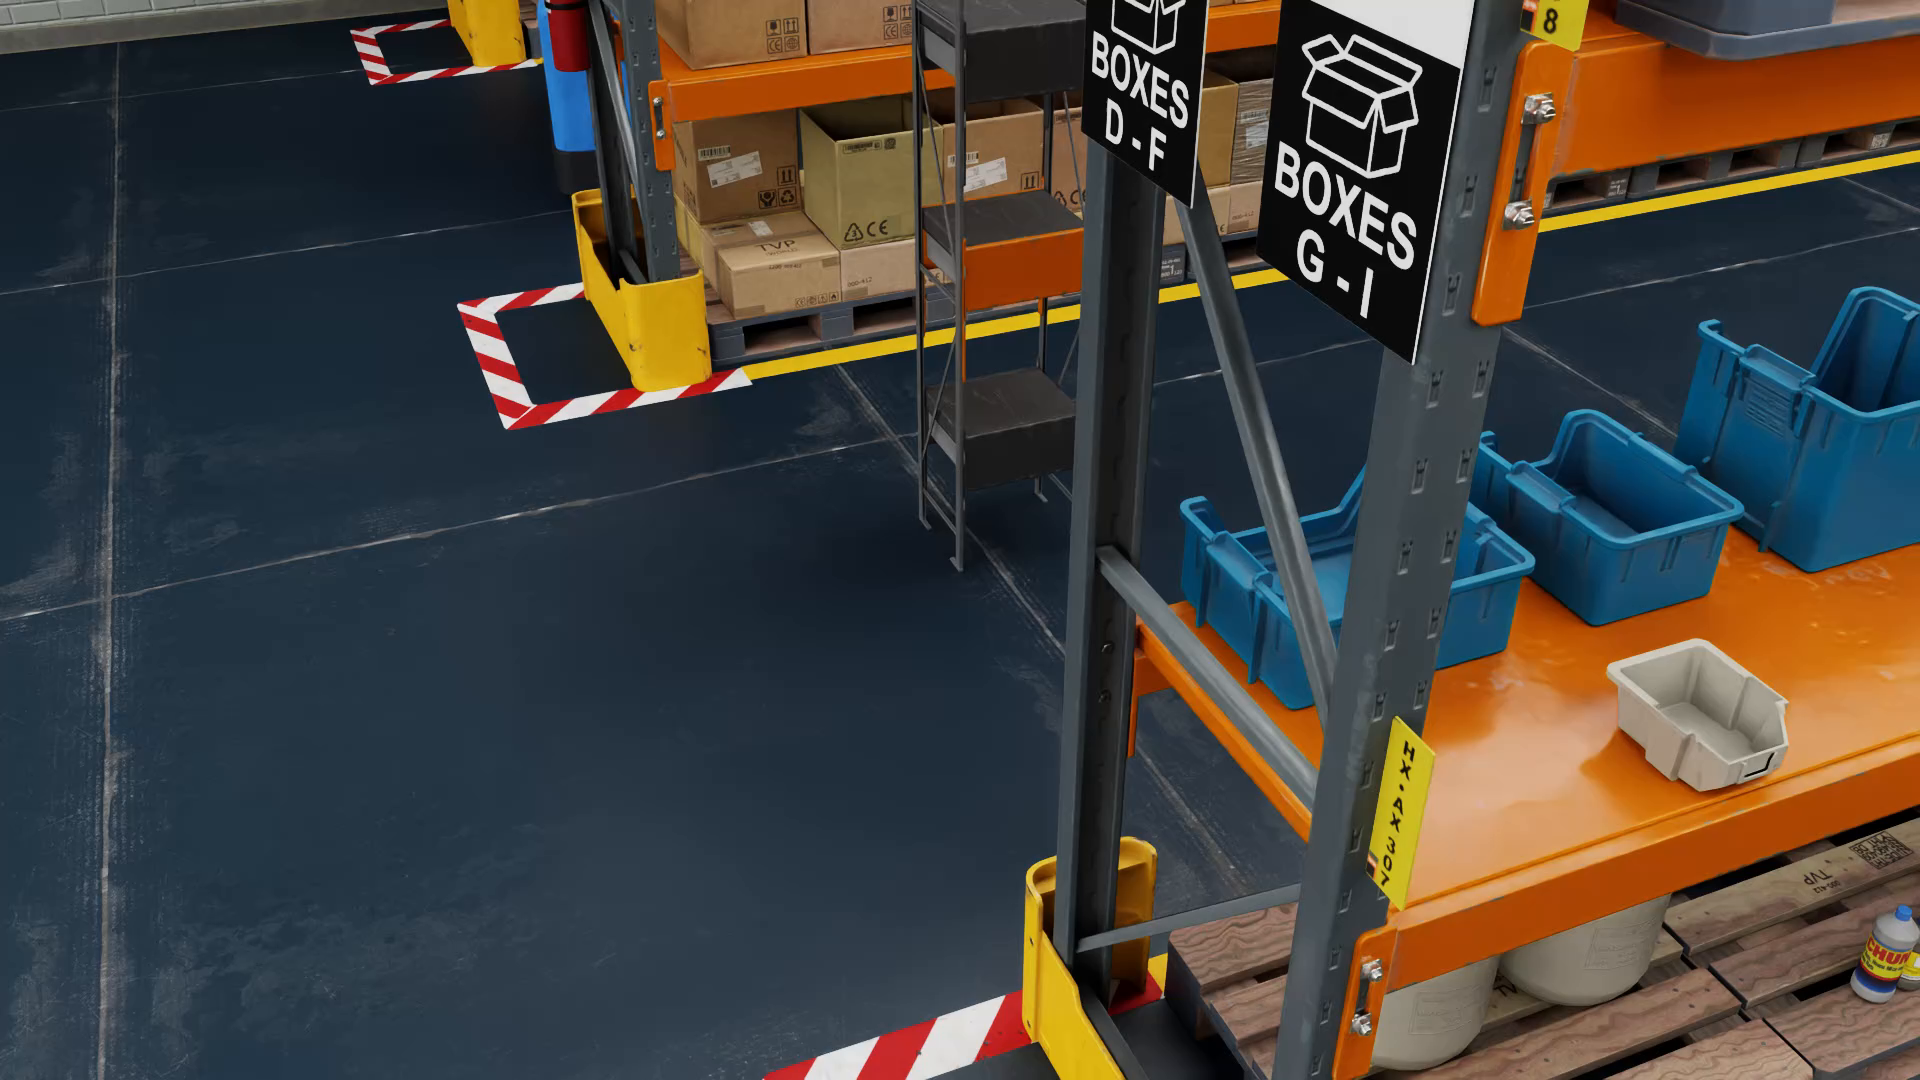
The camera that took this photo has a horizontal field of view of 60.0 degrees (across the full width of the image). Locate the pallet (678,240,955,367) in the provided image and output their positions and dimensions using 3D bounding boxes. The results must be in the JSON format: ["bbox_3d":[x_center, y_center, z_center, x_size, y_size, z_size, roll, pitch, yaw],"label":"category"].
[{"bbox_3d":[-0.751,-1.238,7.960,1.213,0.211,1.003,-13,35,-19],"label":"pallet"}]

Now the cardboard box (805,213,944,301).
[{"bbox_3d":[-0.400,-1.357,7.721,0.500,0.250,0.500,-13,35,-19],"label":"cardboard box"}]

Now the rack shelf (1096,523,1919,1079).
[{"bbox_3d":[2.318,0.146,3.934,4.000,0.370,1.077,-13,35,-19],"label":"rack shelf"}]

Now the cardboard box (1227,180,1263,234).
[{"bbox_3d":[1.440,-1.784,8.378,0.500,0.250,0.500,-13,35,-19],"label":"cardboard box"}]

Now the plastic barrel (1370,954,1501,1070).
[{"bbox_3d":[1.051,0.956,3.926,0.421,0.512,0.421,0,33,0],"label":"plastic barrel"}]

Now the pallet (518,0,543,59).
[{"bbox_3d":[-2.528,-3.716,11.767,1.213,0.211,1.003,-13,35,-19],"label":"pallet"}]

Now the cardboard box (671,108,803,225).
[{"bbox_3d":[-1.061,-1.825,7.753,0.500,0.500,0.500,-13,35,-19],"label":"cardboard box"}]

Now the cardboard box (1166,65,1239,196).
[{"bbox_3d":[0.980,-1.992,8.010,0.500,0.500,0.500,-13,35,-19],"label":"cardboard box"}]

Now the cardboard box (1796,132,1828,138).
[{"bbox_3d":[4.607,-2.488,9.460,0.500,0.250,0.500,-12,35,-18],"label":"cardboard box"}]

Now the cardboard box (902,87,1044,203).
[{"bbox_3d":[0.057,-1.782,7.687,0.500,0.500,0.500,-13,35,-19],"label":"cardboard box"}]

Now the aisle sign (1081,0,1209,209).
[{"bbox_3d":[0.293,-0.957,2.586,0.004,0.787,0.394,-13,35,-19],"label":"aisle sign"}]

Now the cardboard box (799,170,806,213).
[{"bbox_3d":[-0.604,-1.621,8.128,0.500,0.250,0.500,-13,35,-19],"label":"cardboard box"}]

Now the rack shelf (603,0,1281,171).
[{"bbox_3d":[0.404,-2.345,7.764,4.000,0.370,1.077,-13,35,-19],"label":"rack shelf"}]

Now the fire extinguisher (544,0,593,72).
[{"bbox_3d":[-1.729,-2.401,7.260,0.183,0.674,0.296,-13,35,-19],"label":"fire extinguisher"}]

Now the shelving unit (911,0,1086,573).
[{"bbox_3d":[0.153,-0.915,5.731,0.503,2.100,0.431,-13,35,-19],"label":"shelving unit"}]

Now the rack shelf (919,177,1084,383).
[{"bbox_3d":[0.153,-0.904,5.738,0.480,0.518,0.431,-13,35,-19],"label":"rack shelf"}]

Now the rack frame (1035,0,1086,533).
[{"bbox_3d":[0.378,-0.967,5.810,0.015,2.100,0.400,-13,35,-19],"label":"rack frame"}]

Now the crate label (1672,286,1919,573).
[{"bbox_3d":[2.066,-0.272,3.886,0.616,0.435,0.502,-13,35,-19],"label":"crate label"}]

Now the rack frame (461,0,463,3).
[{"bbox_3d":[-3.361,-4.715,10.746,0.127,3.000,1.000,-13,35,-19],"label":"rack frame"}]

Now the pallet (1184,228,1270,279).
[{"bbox_3d":[1.499,-1.754,8.751,1.213,0.211,1.003,-13,35,-19],"label":"pallet"}]

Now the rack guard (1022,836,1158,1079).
[{"bbox_3d":[0.526,1.275,3.832,0.348,0.500,1.175,-13,35,-19],"label":"rack guard"}]

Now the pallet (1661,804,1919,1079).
[{"bbox_3d":[2.400,0.972,4.563,1.213,0.211,1.003,-13,35,-19],"label":"pallet"}]

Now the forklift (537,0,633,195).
[{"bbox_3d":[-1.869,-3.880,9.525,1.130,2.935,3.031,-5,33,-7],"label":"forklift"}]

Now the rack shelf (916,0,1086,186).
[{"bbox_3d":[0.153,-1.490,5.357,0.480,0.518,0.431,-13,35,-19],"label":"rack shelf"}]

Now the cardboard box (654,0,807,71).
[{"bbox_3d":[-1.005,-2.359,7.033,0.500,0.500,0.700,-13,35,-19],"label":"cardboard box"}]

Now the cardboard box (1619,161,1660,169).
[{"bbox_3d":[3.664,-2.271,9.126,0.500,0.250,0.500,-14,36,-20],"label":"cardboard box"}]

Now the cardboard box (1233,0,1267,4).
[{"bbox_3d":[1.358,-2.900,7.864,0.500,0.500,0.700,-13,35,-19],"label":"cardboard box"}]

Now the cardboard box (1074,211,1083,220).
[{"bbox_3d":[0.524,-1.565,8.041,0.500,0.250,0.500,-13,35,-19],"label":"cardboard box"}]

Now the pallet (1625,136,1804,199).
[{"bbox_3d":[4.039,-2.335,9.645,1.213,0.211,1.003,-13,35,-19],"label":"pallet"}]

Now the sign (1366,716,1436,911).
[{"bbox_3d":[0.683,0.429,2.587,0.005,0.325,0.100,-13,35,-19],"label":"sign"}]

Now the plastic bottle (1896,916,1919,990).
[{"bbox_3d":[2.362,1.008,4.113,0.097,0.201,0.097,0,33,0],"label":"plastic bottle"}]

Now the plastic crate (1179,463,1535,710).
[{"bbox_3d":[0.820,0.073,3.523,0.616,0.251,0.499,-13,35,-19],"label":"plastic crate"}]
